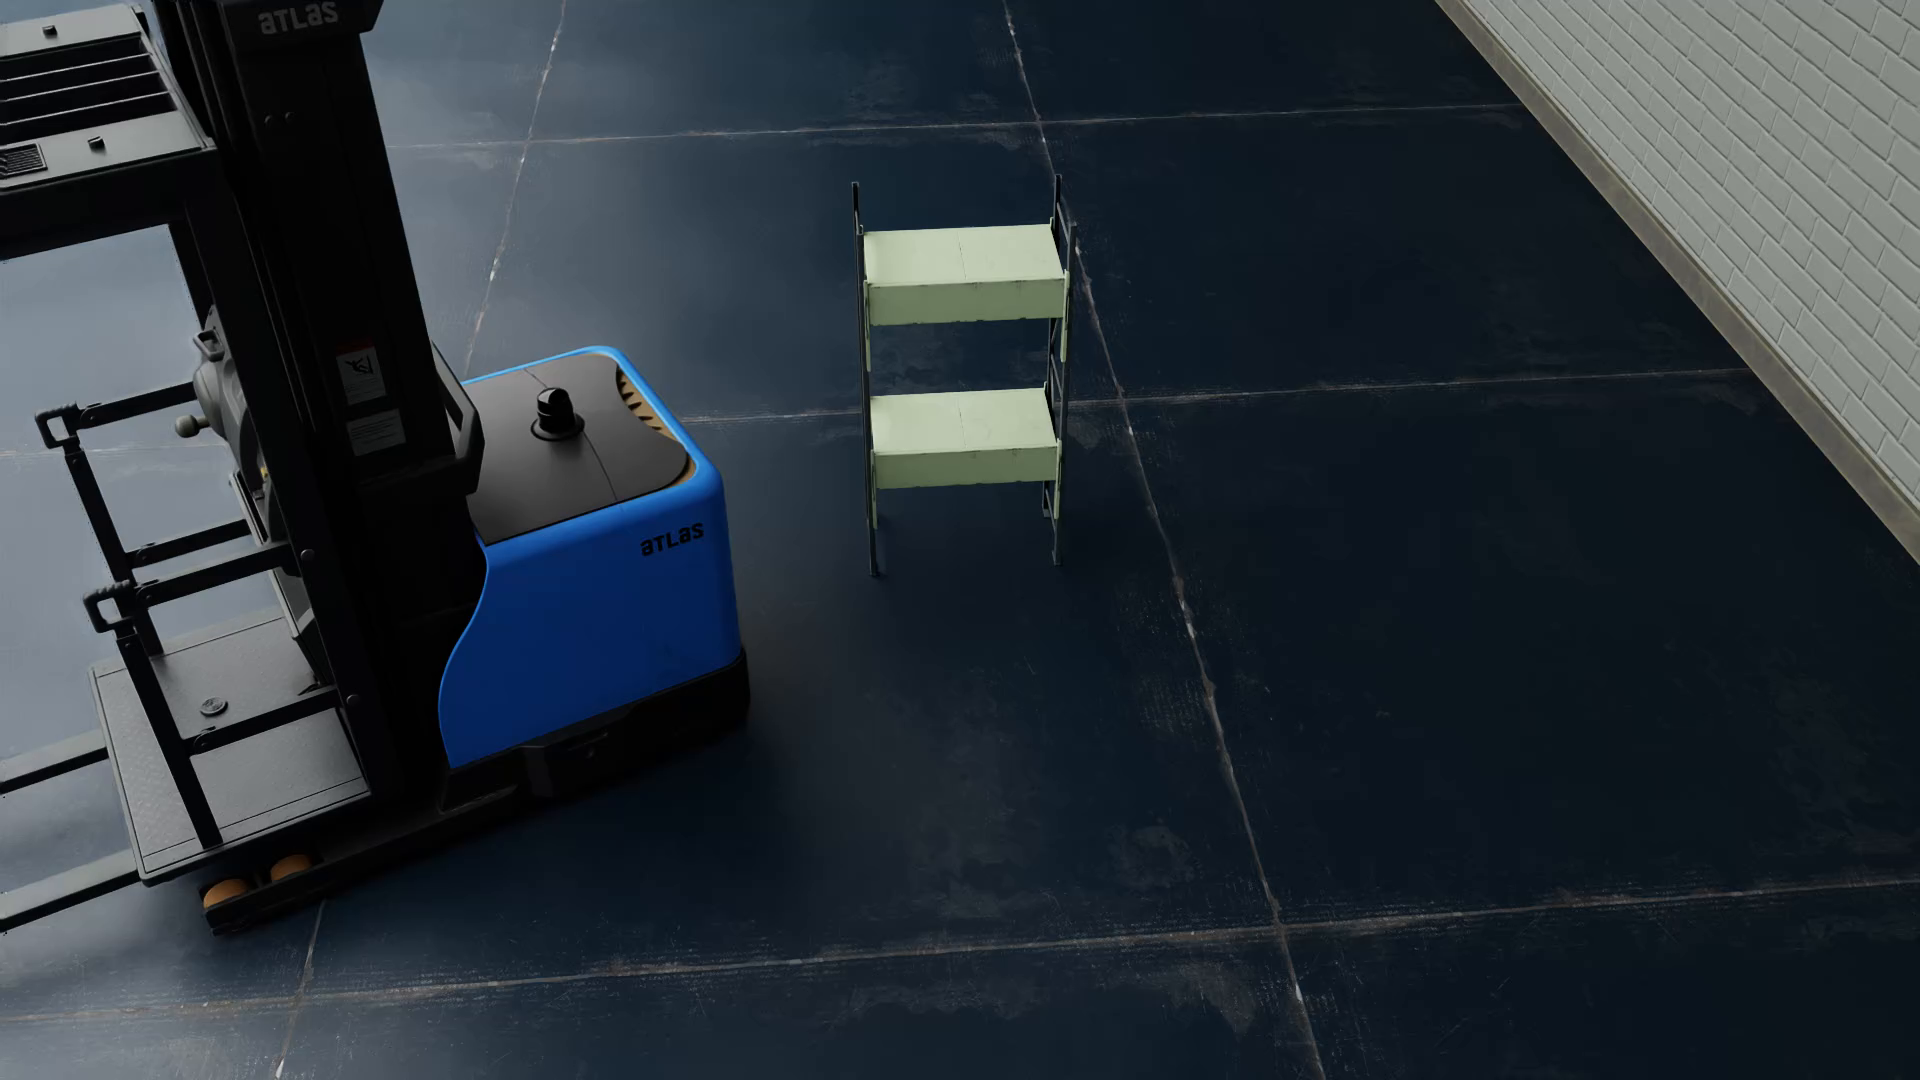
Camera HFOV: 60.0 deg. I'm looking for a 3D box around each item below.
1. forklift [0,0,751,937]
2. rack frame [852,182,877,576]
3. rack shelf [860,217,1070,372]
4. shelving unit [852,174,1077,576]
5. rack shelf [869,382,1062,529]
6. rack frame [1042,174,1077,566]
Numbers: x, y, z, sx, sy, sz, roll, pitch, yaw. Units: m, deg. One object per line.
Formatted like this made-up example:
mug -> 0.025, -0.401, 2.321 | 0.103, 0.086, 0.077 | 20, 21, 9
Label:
forklift -> -2.276, -0.303, 4.768 | 3.031, 2.935, 1.130 | -20, 42, -23
rack frame -> -0.358, -0.569, 6.260 | 0.023, 1.500, 0.400 | -3, 38, -4
rack shelf -> 0.007, -0.896, 6.044 | 0.720, 0.370, 0.431 | -3, 38, -4
shelving unit -> 0.007, -0.589, 6.286 | 0.755, 1.500, 0.431 | -3, 38, -4
rack shelf -> 0.007, -0.333, 6.488 | 0.720, 0.370, 0.431 | -3, 38, -4
rack frame -> 0.371, -0.609, 6.311 | 0.023, 1.500, 0.400 | -3, 38, -4
